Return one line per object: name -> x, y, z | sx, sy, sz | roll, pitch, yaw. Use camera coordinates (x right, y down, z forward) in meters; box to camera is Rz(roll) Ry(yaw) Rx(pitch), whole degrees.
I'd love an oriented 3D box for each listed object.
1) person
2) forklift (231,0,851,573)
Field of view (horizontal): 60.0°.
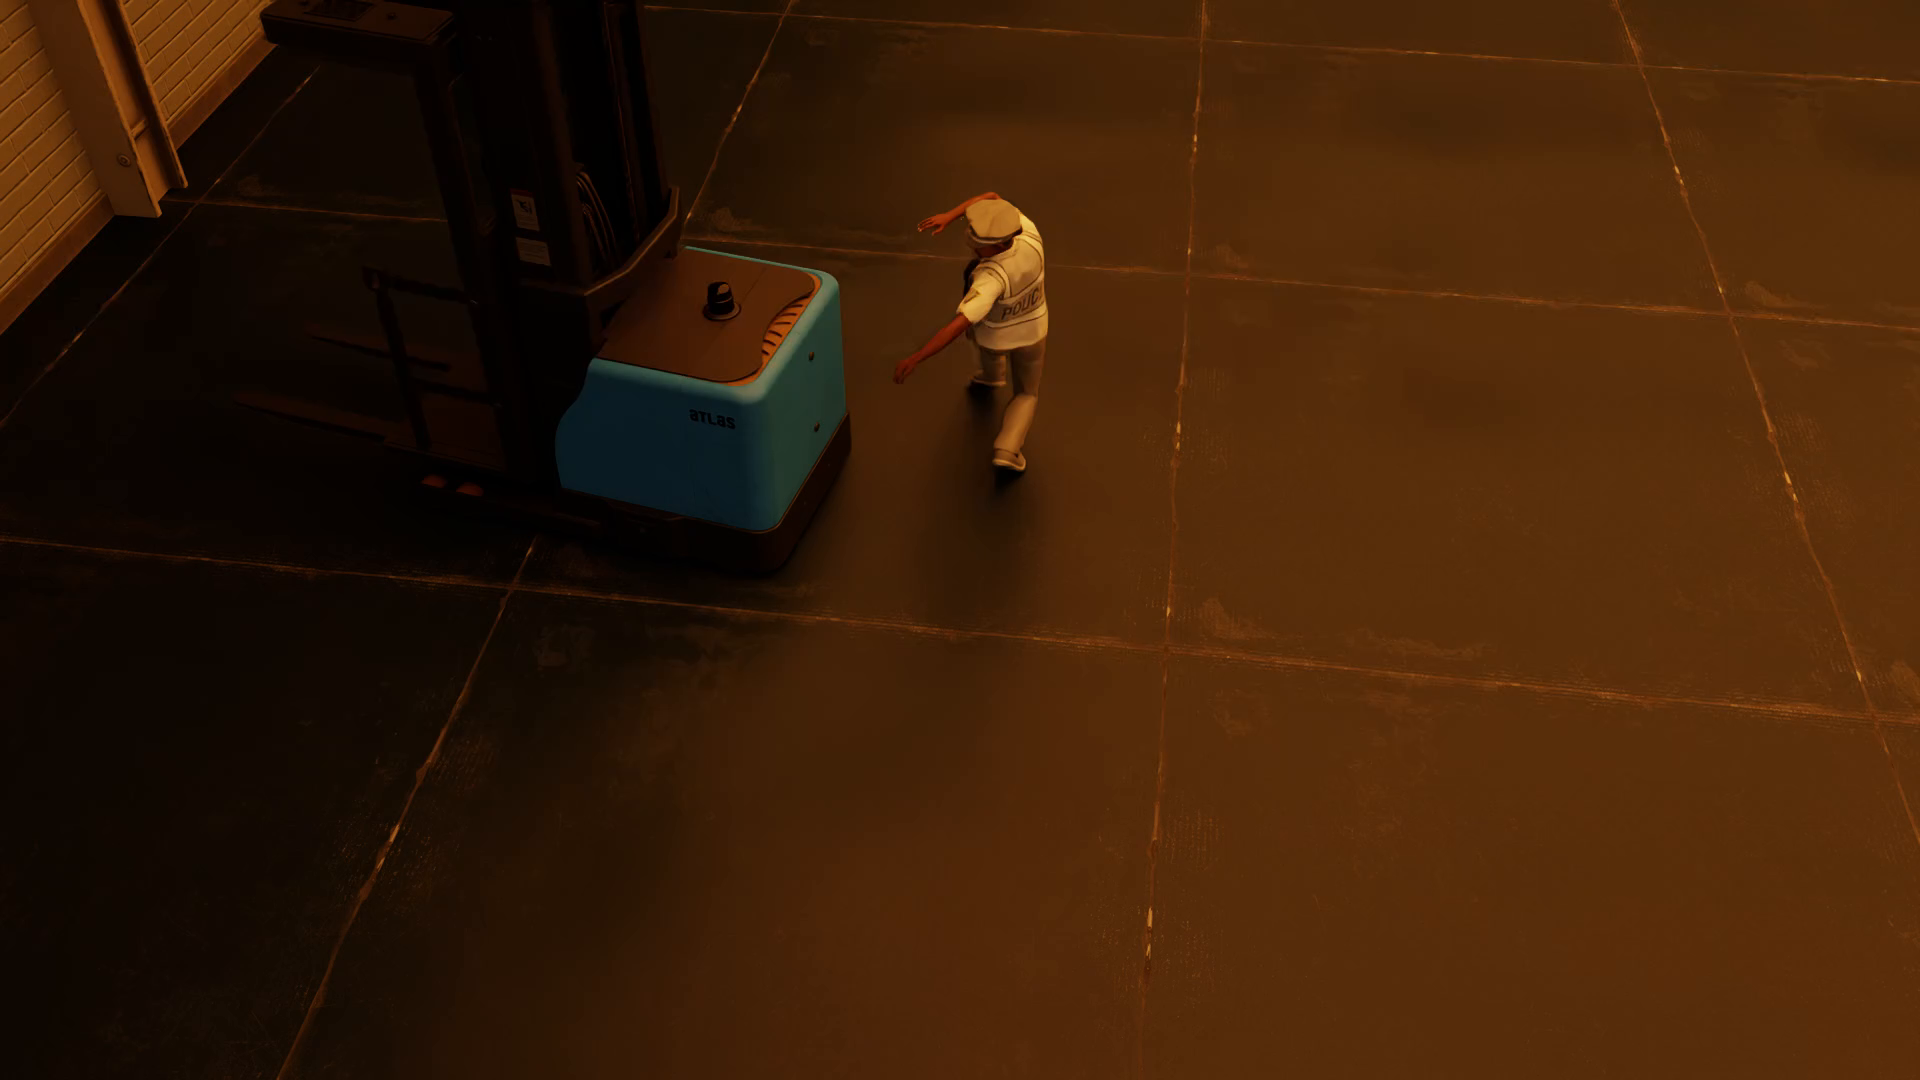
person -> 0.018, -1.034, 8.006 | 0.849, 1.383, 0.950 | -10, 44, -11
forklift -> -2.116, -1.517, 7.376 | 3.031, 2.935, 1.130 | 13, 44, 13
